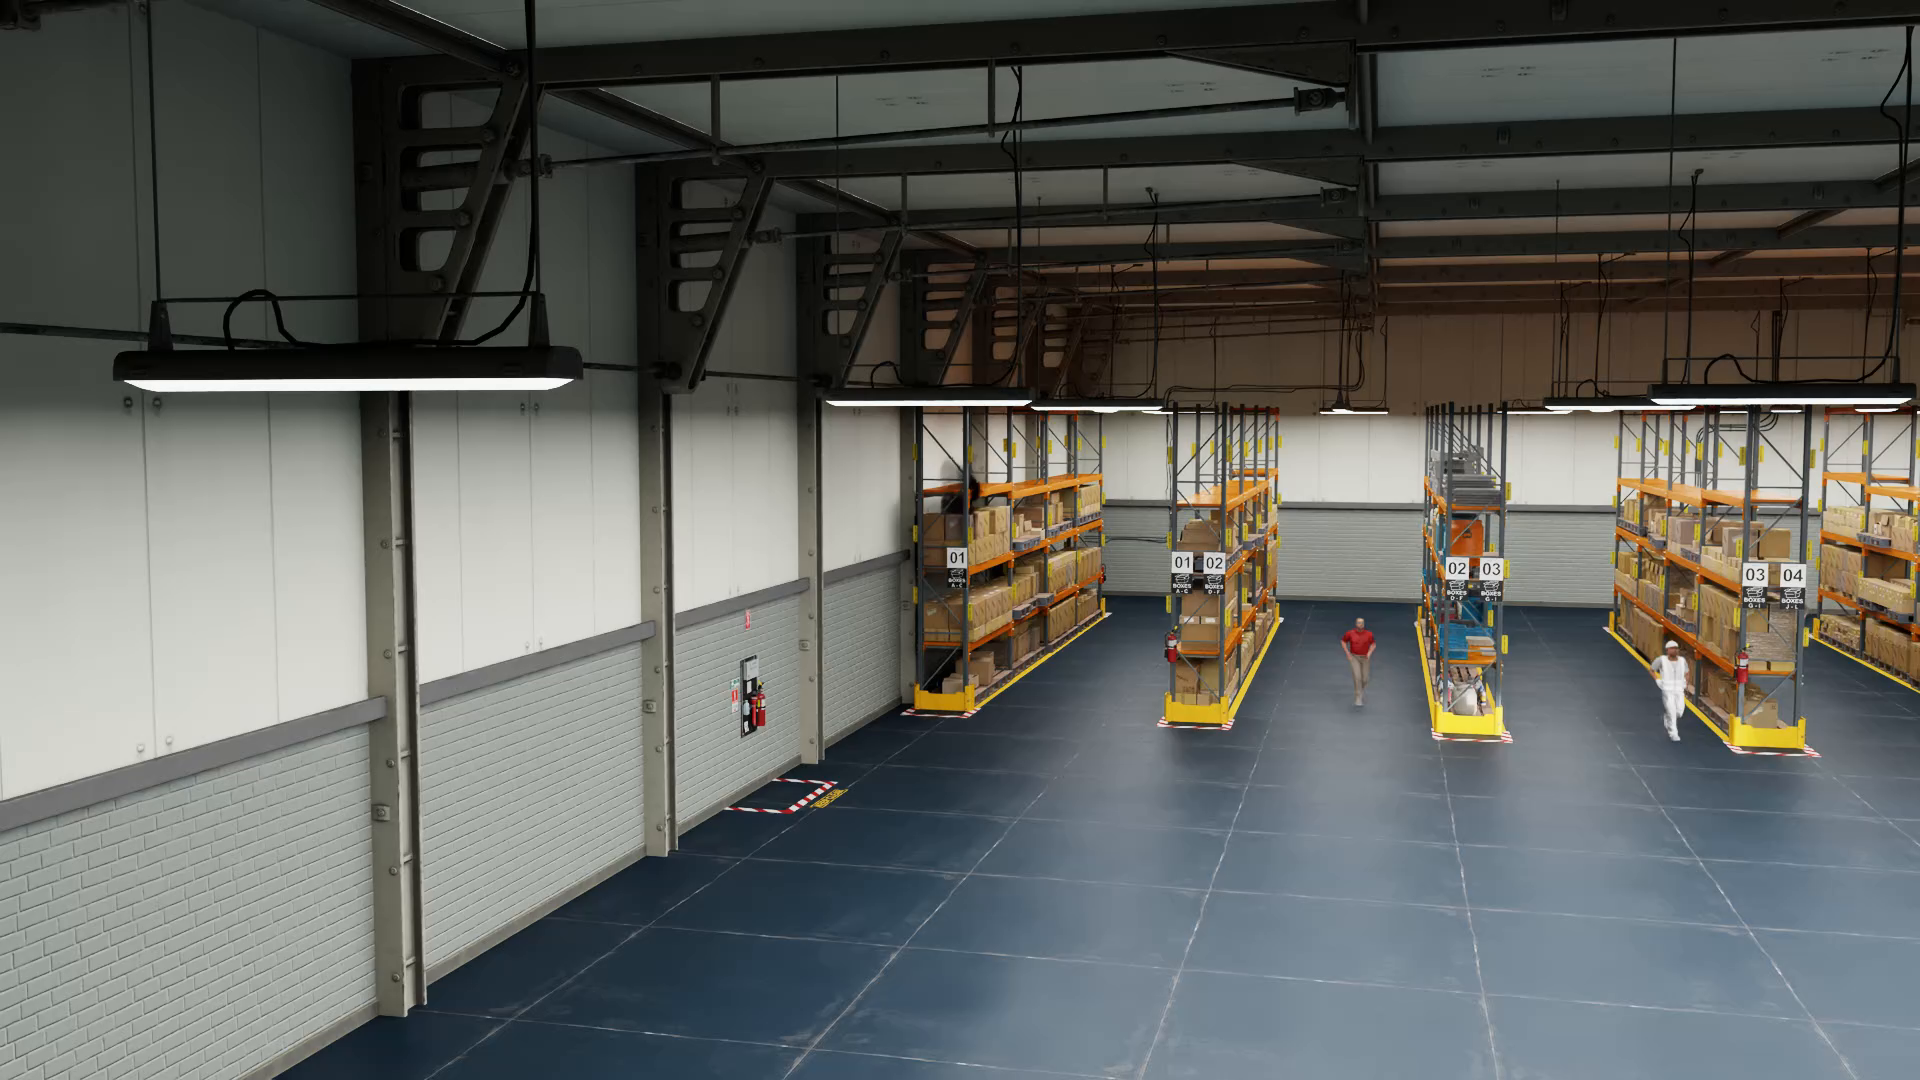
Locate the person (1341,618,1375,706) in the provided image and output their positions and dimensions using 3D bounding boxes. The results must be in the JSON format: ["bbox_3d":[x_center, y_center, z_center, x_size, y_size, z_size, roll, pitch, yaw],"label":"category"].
[{"bbox_3d":[7.995,2.412,33.360,0.671,1.719,0.774,0,4,3],"label":"person"}]

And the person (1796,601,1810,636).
[{"bbox_3d":[20.230,1.984,40.184,0.525,1.569,0.569,1,4,19],"label":"person"}]

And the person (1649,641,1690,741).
[{"bbox_3d":[12.617,2.662,29.517,0.680,1.758,0.822,0,4,2],"label":"person"}]

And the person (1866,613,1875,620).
[{"bbox_3d":[23.900,1.603,43.910,0.718,1.769,0.847,-2,5,-23],"label":"person"}]

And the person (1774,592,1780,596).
[{"bbox_3d":[19.503,1.922,39.608,0.646,1.743,0.610,1,4,10],"label":"person"}]
